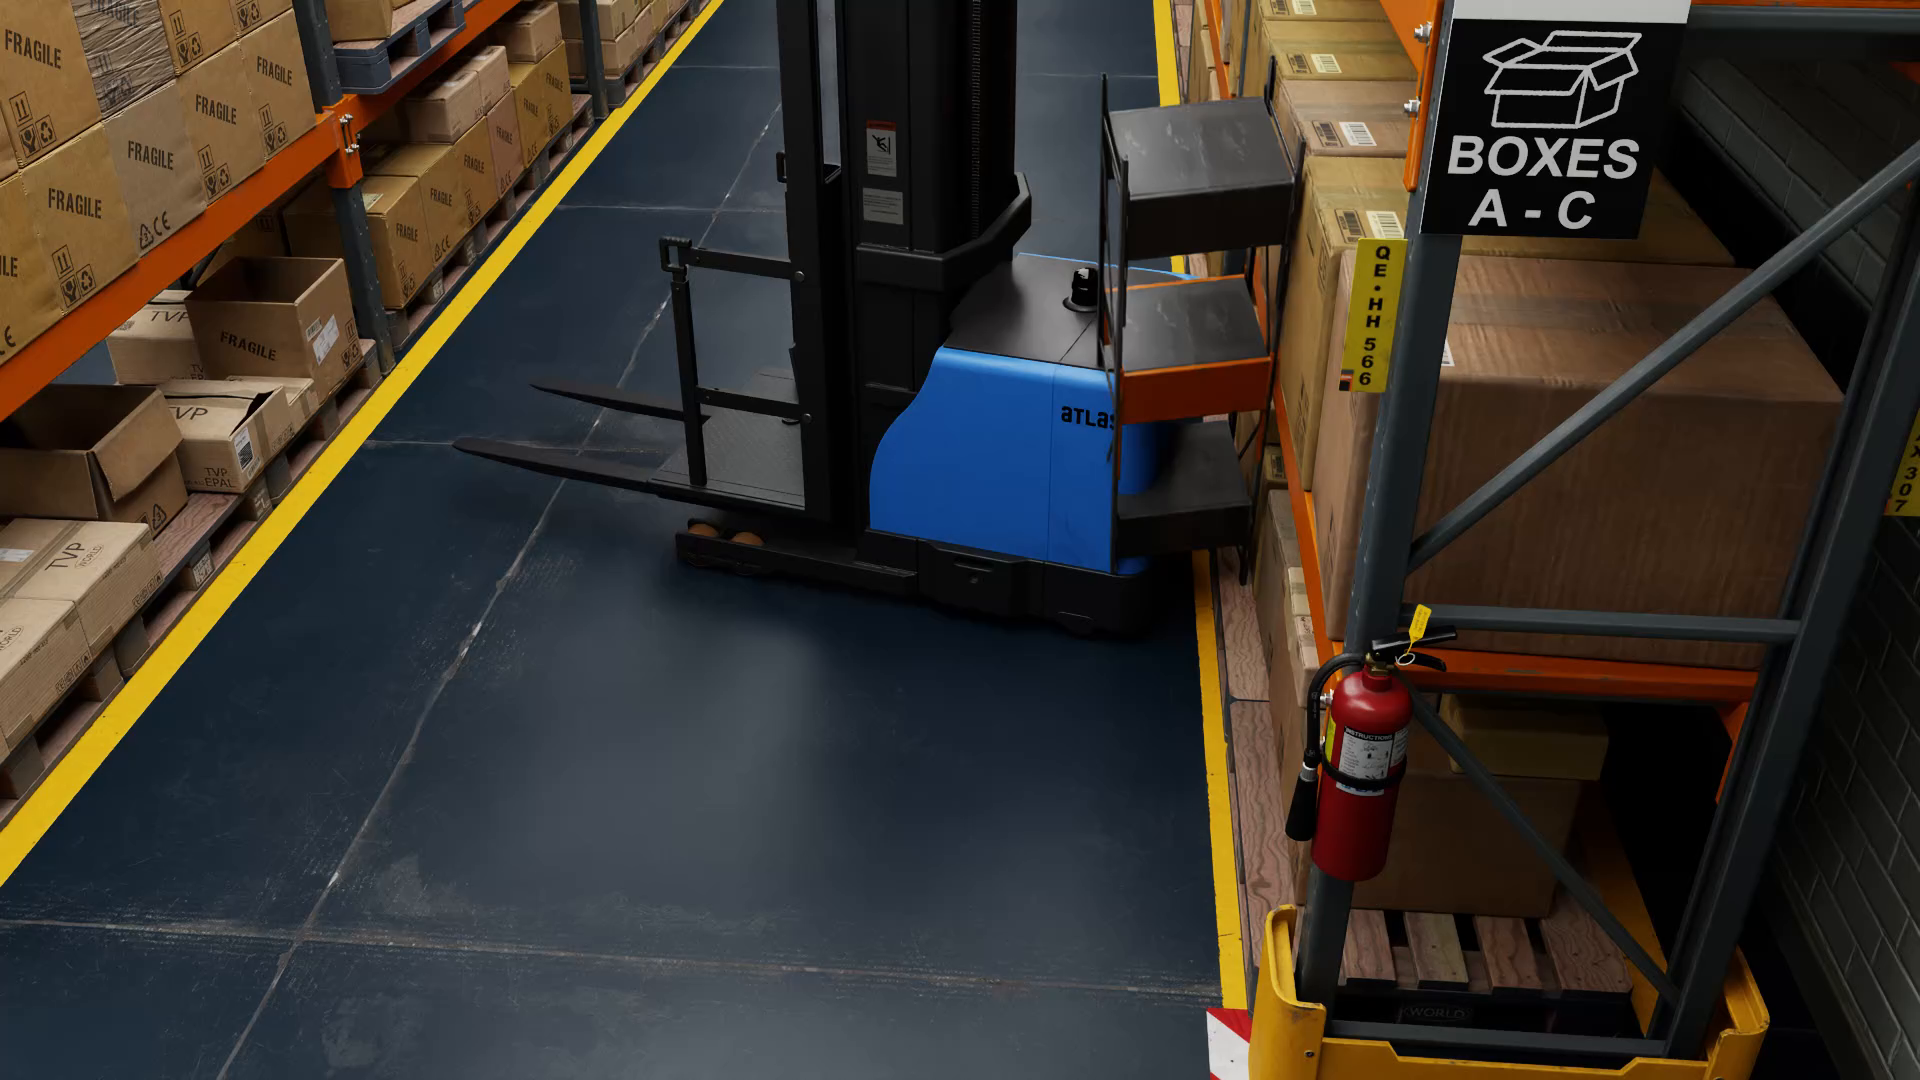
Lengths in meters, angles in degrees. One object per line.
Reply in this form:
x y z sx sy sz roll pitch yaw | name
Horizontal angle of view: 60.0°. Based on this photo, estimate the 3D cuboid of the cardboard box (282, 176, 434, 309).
-2.975 -1.481 8.257 0.500 0.500 0.500 1 32 2 | cardboard box

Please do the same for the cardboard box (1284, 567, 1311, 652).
1.160 0.216 4.904 0.380 0.149 0.250 3 32 5 | cardboard box

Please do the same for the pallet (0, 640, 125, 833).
-3.513 0.707 5.402 1.003 0.211 1.213 2 32 4 | pallet

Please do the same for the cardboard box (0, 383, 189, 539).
-3.405 -0.257 6.268 0.797 0.503 0.637 2 32 4 | cardboard box

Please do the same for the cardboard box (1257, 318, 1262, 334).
1.307 -0.738 6.453 0.380 0.149 0.250 3 32 6 | cardboard box

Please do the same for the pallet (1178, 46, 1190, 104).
2.071 -3.219 11.772 1.003 0.211 1.213 2 32 4 | pallet

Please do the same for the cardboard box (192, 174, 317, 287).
-3.503 -1.509 8.302 0.500 0.500 0.500 2 32 4 | cardboard box

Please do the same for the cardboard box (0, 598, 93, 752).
-3.216 0.426 5.401 0.500 0.250 0.500 2 32 4 | cardboard box

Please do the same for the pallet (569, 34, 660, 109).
-2.826 -3.449 12.145 1.003 0.211 1.213 2 32 4 | pallet

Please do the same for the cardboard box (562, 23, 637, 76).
-2.597 -3.476 11.752 0.500 0.250 0.500 2 32 4 | cardboard box

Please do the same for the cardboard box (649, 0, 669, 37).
-2.520 -4.011 12.621 0.500 0.250 0.500 2 32 3 | cardboard box

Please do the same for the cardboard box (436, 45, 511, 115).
-2.854 -2.585 9.335 0.500 0.250 0.500 2 32 3 | cardboard box

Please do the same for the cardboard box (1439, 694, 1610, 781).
1.501 0.499 4.445 0.380 0.149 0.250 3 32 4 | cardboard box

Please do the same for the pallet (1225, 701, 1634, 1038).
1.341 0.952 5.005 1.003 0.211 1.213 2 32 4 | pallet

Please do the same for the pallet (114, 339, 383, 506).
-3.314 -0.569 7.472 1.003 0.211 1.213 2 32 4 | pallet

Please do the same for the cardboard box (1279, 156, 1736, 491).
1.434 -0.590 4.562 0.980 0.700 0.700 2 32 4 | cardboard box

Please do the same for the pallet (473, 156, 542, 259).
-3.132 -1.995 9.786 1.003 0.211 1.213 2 32 4 | pallet

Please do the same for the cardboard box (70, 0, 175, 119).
-3.121 -1.776 5.725 0.500 0.500 0.500 3 32 4 | cardboard box

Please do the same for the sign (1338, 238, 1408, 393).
0.815 -0.438 3.273 0.100 0.325 0.005 2 32 4 | sign

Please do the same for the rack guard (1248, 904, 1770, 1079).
1.352 1.263 4.225 1.175 0.500 0.348 2 32 4 | rack guard

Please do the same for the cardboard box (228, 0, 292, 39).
-3.041 -2.308 6.588 0.500 0.500 0.500 3 32 4 | cardboard box

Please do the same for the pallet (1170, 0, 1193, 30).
2.269 -4.495 13.842 1.003 0.211 1.213 2 32 4 | pallet

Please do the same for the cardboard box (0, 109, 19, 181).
-3.204 -1.248 4.867 0.500 0.500 0.500 3 32 5 | cardboard box

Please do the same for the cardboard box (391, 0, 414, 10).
-3.003 -2.937 8.161 0.700 0.500 0.500 7 32 12 | cardboard box

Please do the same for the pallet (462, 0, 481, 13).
-3.086 -3.108 9.117 1.003 0.211 1.213 2 32 4 | pallet

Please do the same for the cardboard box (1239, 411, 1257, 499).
1.473 -0.371 6.475 0.700 0.500 0.500 2 32 3 | cardboard box

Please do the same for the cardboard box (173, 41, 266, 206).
-3.083 -1.616 6.418 0.500 0.500 0.500 3 32 5 | cardboard box

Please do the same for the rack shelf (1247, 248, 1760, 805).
1.517 -0.554 5.475 1.077 0.370 4.000 2 32 4 | rack shelf

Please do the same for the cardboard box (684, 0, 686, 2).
-2.435 -4.545 13.487 0.500 0.250 0.500 3 32 5 | cardboard box

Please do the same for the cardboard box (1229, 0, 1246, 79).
1.466 -2.335 7.283 0.500 0.500 0.500 2 32 3 | cardboard box

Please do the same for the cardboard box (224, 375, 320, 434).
-2.992 -0.580 7.130 0.380 0.149 0.250 2 32 4 | cardboard box

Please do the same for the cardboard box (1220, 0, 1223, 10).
1.547 -2.865 8.142 0.500 0.500 0.500 3 32 4 | cardboard box

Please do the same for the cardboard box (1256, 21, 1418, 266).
1.555 -1.369 5.826 0.980 0.700 0.700 2 32 3 | cardboard box

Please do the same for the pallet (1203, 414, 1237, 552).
1.540 -0.324 7.075 1.003 0.211 1.213 2 32 4 | pallet

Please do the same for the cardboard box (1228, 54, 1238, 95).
1.422 -2.129 7.566 0.380 0.149 0.250 3 32 5 | cardboard box

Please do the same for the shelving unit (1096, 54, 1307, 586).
0.728 -0.557 5.461 0.503 2.100 0.431 -6 51 -1 | shelving unit

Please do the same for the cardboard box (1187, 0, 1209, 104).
1.815 -2.882 10.216 0.750 0.750 0.750 2 32 3 | cardboard box

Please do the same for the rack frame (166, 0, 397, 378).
-3.258 -2.115 7.323 1.000 3.000 0.127 2 32 4 | rack frame

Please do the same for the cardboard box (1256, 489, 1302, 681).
1.393 0.176 5.587 0.700 0.500 0.500 1 32 2 | cardboard box

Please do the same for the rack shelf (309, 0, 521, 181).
-3.095 -2.855 9.209 1.077 0.370 4.000 2 32 4 | rack shelf

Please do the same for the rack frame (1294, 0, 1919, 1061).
1.354 0.186 3.589 1.000 3.000 0.127 2 32 4 | rack frame

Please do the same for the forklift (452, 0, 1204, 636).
-0.594 -1.357 6.159 3.031 2.935 1.130 10 33 16 | forklift

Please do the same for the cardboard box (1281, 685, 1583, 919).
1.312 0.701 4.736 0.700 0.500 0.500 2 32 4 | cardboard box

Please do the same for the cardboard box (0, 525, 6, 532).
-3.677 0.169 5.818 0.500 0.250 0.500 2 32 4 | cardboard box

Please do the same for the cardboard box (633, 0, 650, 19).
-2.562 -3.990 12.052 0.500 0.311 0.500 2 32 3 | cardboard box

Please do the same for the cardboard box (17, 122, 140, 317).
-3.162 -1.081 5.549 0.500 0.500 0.500 3 32 5 | cardboard box

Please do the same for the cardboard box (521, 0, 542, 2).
-3.135 -3.738 11.643 0.500 0.311 0.500 3 32 5 | cardboard box

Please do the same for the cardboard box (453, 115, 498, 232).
-2.895 -2.021 9.134 0.500 0.500 0.500 3 32 5 | cardboard box

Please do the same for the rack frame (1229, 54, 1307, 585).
0.971 -0.584 5.466 0.015 2.100 0.400 -6 51 -1 | rack frame

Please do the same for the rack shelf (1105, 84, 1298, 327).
0.692 -0.985 4.925 0.480 0.518 0.431 -6 51 -1 | rack shelf

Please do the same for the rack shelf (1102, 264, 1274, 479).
0.729 -0.549 5.471 0.480 0.518 0.431 -6 51 -1 | rack shelf

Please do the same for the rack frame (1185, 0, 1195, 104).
2.006 -3.997 10.377 1.000 3.000 0.127 2 32 4 | rack frame

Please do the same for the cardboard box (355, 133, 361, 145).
-3.413 -2.029 9.147 0.500 0.500 0.500 3 32 5 | cardboard box

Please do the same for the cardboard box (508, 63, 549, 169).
-2.817 -2.560 10.009 0.500 0.500 0.500 1 32 2 | cardboard box

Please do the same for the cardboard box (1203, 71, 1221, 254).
1.673 -1.980 8.752 0.750 0.750 0.750 3 32 5 | cardboard box

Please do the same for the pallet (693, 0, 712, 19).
-2.627 -4.724 14.215 1.003 0.211 1.213 2 32 4 | pallet
